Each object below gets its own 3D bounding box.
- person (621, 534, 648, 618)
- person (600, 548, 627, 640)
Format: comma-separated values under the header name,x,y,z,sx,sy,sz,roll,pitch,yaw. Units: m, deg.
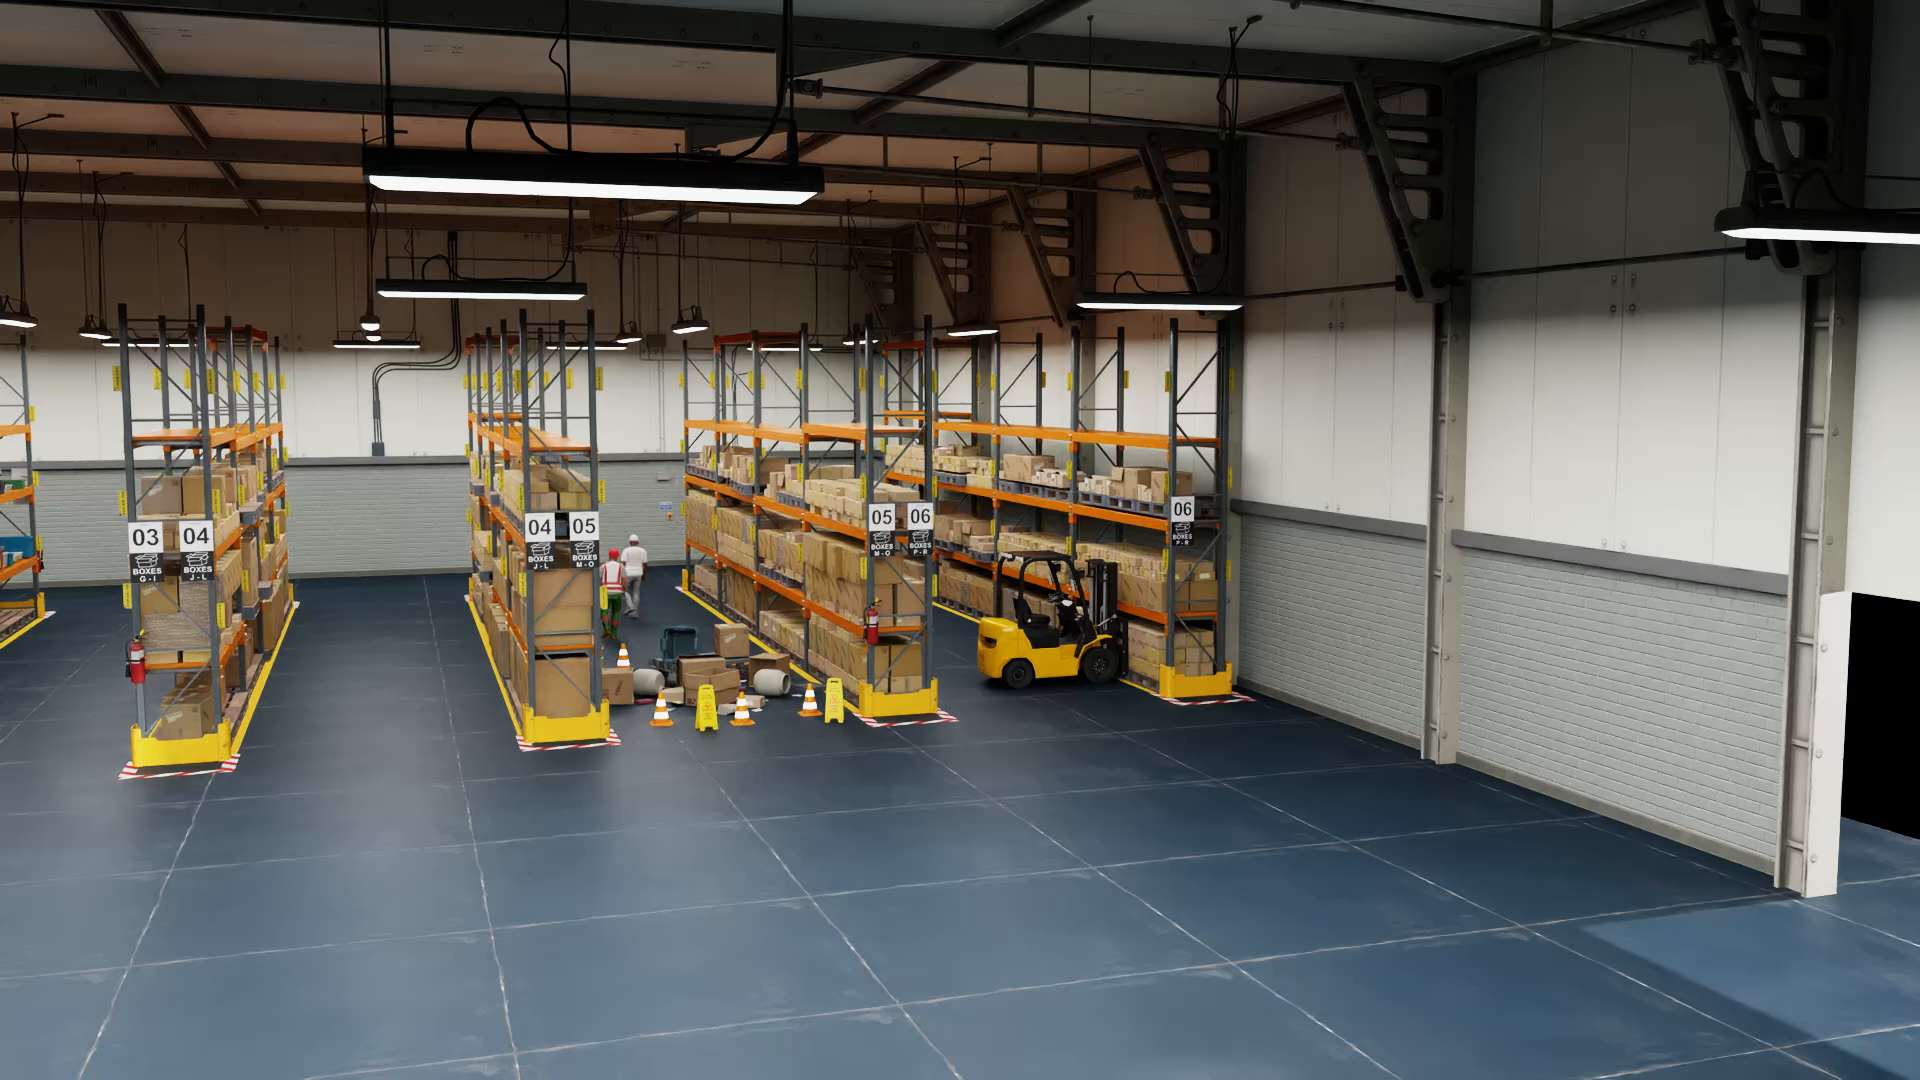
name,x,y,z,sx,sy,sz,roll,pitch,yaw
person,-6.944,0.763,35.353,0.619,1.762,0.459,-3,6,-25
person,-6.768,1.061,32.338,0.582,1.766,0.671,-1,6,-15
